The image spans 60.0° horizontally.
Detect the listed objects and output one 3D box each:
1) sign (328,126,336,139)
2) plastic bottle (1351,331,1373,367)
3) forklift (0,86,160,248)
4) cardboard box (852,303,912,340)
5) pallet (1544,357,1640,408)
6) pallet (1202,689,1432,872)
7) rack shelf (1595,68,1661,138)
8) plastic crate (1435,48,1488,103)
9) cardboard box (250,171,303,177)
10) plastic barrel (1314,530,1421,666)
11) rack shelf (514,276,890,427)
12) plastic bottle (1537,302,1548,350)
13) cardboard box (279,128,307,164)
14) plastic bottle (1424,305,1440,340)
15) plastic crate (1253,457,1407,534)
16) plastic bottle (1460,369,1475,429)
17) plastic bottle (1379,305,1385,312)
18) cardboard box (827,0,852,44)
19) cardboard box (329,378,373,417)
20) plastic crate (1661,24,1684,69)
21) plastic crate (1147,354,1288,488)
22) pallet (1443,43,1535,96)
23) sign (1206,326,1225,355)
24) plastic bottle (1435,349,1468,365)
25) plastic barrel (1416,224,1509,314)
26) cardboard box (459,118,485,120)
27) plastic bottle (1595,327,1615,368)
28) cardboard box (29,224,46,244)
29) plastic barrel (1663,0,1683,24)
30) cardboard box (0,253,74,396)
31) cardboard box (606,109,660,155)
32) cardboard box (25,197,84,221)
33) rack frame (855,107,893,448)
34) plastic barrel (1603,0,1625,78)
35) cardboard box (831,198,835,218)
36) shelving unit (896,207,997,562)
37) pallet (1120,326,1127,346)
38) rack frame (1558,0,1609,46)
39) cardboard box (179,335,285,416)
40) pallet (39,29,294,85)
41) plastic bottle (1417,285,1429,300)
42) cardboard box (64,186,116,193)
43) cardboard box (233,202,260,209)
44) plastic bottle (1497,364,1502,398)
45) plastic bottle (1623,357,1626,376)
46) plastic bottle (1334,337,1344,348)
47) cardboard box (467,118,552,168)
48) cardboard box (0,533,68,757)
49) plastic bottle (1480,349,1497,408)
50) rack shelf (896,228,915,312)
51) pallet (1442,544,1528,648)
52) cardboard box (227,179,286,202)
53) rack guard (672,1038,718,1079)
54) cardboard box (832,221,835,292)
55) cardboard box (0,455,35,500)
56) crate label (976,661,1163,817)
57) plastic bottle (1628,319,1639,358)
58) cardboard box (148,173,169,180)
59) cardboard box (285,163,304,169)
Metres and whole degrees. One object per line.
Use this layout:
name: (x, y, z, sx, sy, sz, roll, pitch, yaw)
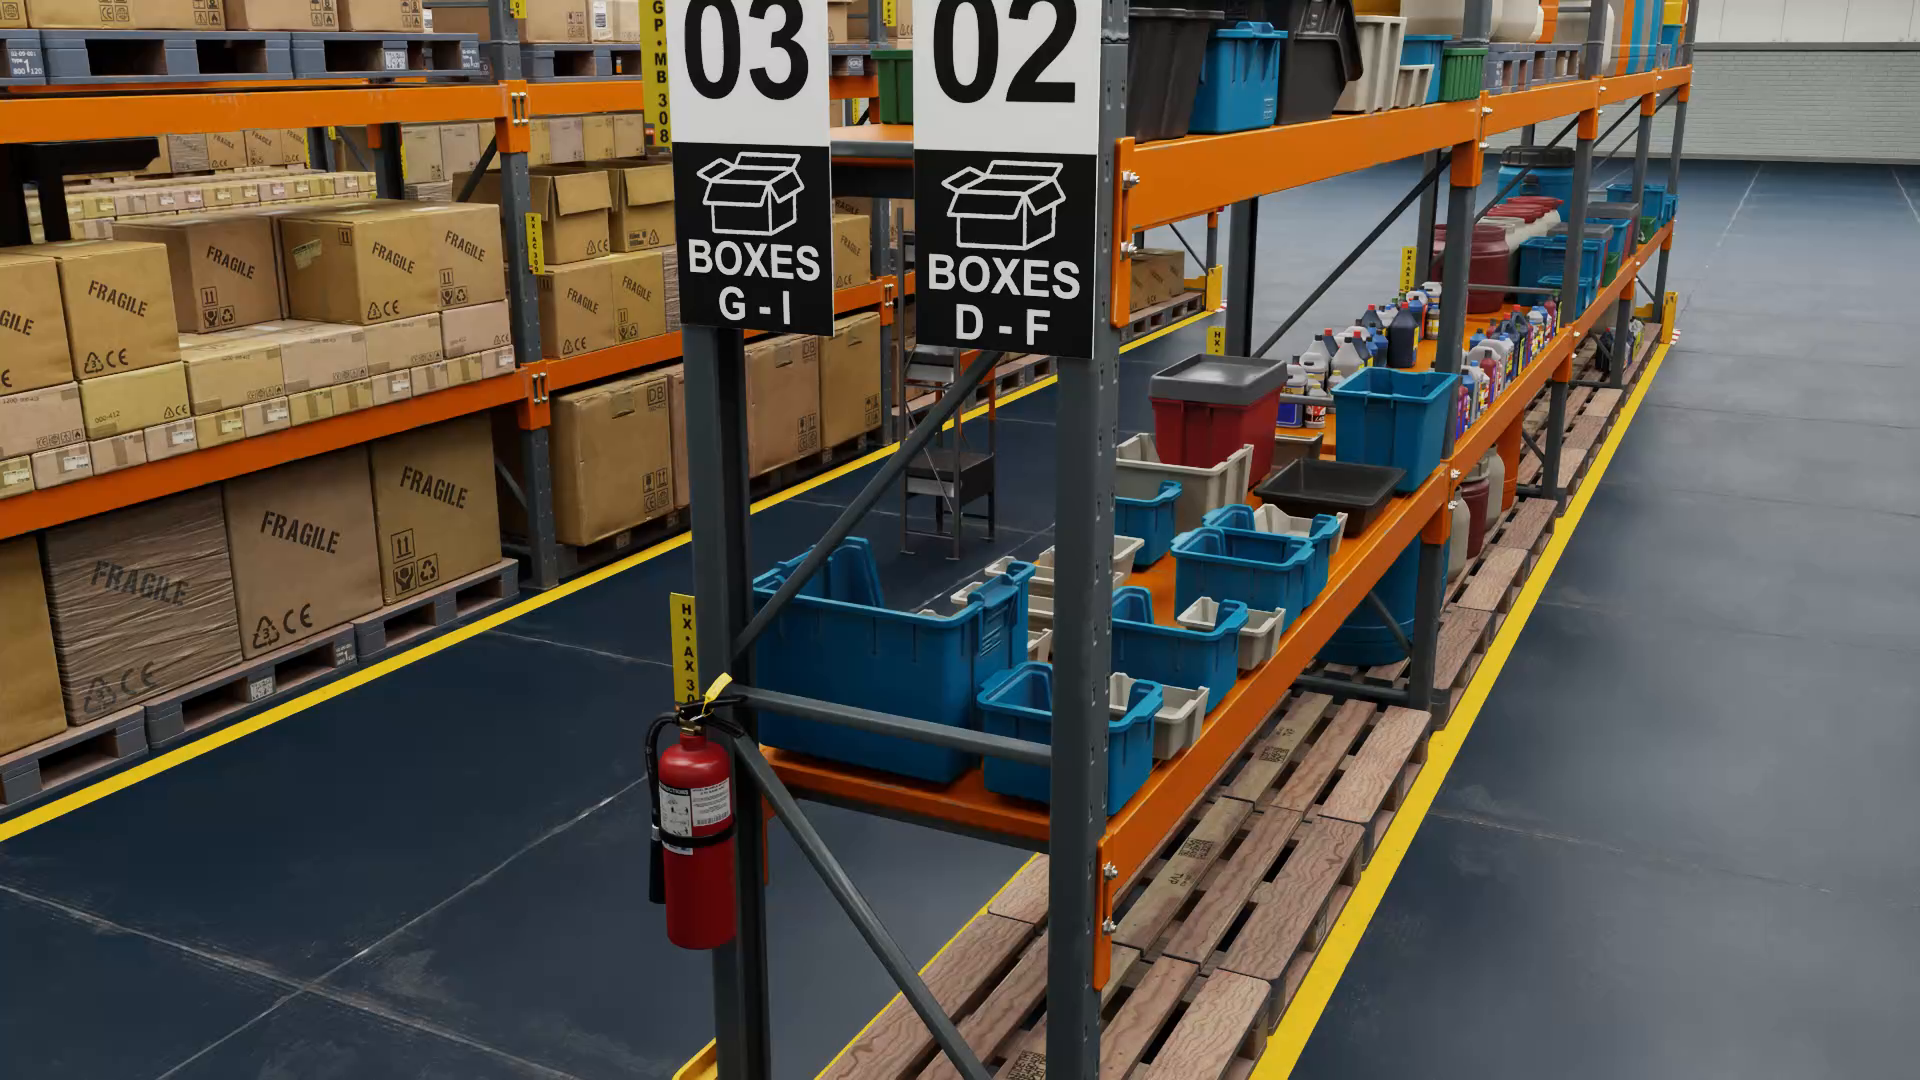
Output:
sign: (-7.585, -5.000, 20.057, 0.100, 0.325, 0.005, 8, 18, 25)
plastic bottle: (1.968, -0.867, 8.262, 0.144, 0.351, 0.185, 8, 18, 25)
forklift: (-5.281, -1.280, 9.687, 1.130, 2.935, 3.031, 8, 18, 25)
cardboard box: (-0.733, -1.782, 13.555, 0.500, 0.250, 0.500, 9, 19, 28)
pallet: (5.551, -1.453, 15.045, 1.003, 0.211, 1.213, 8, 18, 25)
pallet: (1.345, 0.943, 6.979, 1.003, 0.211, 1.213, 8, 18, 25)
rack shelf: (4.320, -3.207, 12.050, 1.077, 0.370, 4.000, 8, 18, 25)
plastic crate: (1.720, -1.776, 6.340, 0.450, 0.188, 0.662, 8, 18, 25)
cardboard box: (-5.895, -3.096, 14.339, 0.380, 0.149, 0.250, 8, 18, 24)
plastic barrel: (1.897, 0.082, 7.928, 0.600, 0.901, 0.708, 8, 18, 25)
rack shelf: (-1.899, -1.381, 11.169, 1.077, 0.370, 4.000, 8, 18, 25)
plastic bottle: (3.369, -1.251, 9.692, 0.097, 0.271, 0.097, 0, 17, 0)
cardboard box: (-8.084, -4.760, 19.846, 0.500, 0.500, 0.500, 8, 18, 24)
plastic bottle: (2.857, -1.312, 10.021, 0.097, 0.201, 0.097, 0, 17, 0)
plastic crate: (1.379, -0.164, 6.185, 0.437, 0.125, 0.590, 8, 18, 25)
plastic bottle: (2.322, -0.654, 7.684, 0.097, 0.271, 0.097, 0, 17, 0)
plastic bottle: (2.386, -1.191, 9.472, 0.061, 0.283, 0.133, 8, 18, 25)
cardboard box: (-1.213, -3.759, 11.726, 0.797, 0.503, 0.637, 9, 19, 29)
cardboard box: (-3.095, -0.714, 8.102, 0.380, 0.149, 0.250, 8, 19, 26)
plastic crate: (6.418, -4.549, 15.331, 0.392, 0.384, 0.575, 8, 18, 25)
plastic crate: (1.015, -0.450, 6.554, 0.402, 0.464, 0.583, 8, 18, 25)
pallet: (1.901, -2.146, 7.543, 1.213, 0.211, 1.003, 8, 18, 25)
sign: (1.147, -0.789, 7.427, 0.100, 0.325, 0.005, 8, 18, 25)
plastic bottle: (2.464, -0.851, 8.340, 0.152, 0.276, 0.135, 8, 18, 25)
plastic barrel: (3.362, -1.827, 11.168, 0.600, 0.536, 0.708, 8, 18, 25)
cardboard box: (-6.698, -5.775, 22.244, 0.700, 0.500, 0.500, 8, 18, 25)
plastic bottle: (5.816, -1.736, 14.981, 0.144, 0.351, 0.185, 8, 18, 25)
cardboard box: (-6.597, -2.138, 11.637, 0.380, 0.149, 0.250, 8, 19, 26)
plastic barrel: (6.605, -5.066, 15.975, 0.600, 0.588, 0.600, 0, 17, 0)
cardboard box: (-3.900, -0.843, 6.518, 0.500, 0.500, 0.500, 8, 18, 24)
cardboard box: (-3.414, -4.590, 18.550, 0.875, 0.550, 0.550, 8, 18, 25)
cardboard box: (-6.478, -2.353, 11.836, 0.380, 0.149, 0.250, 9, 19, 27)
rack frame: (-1.005, -2.235, 12.781, 1.000, 3.000, 0.127, 8, 18, 25)
plastic barrel: (3.987, -3.465, 10.773, 0.600, 0.901, 0.600, 0, 17, 0)
cardboard box: (-1.346, -2.580, 12.004, 0.797, 0.503, 0.637, 9, 19, 27)
shelving unit: (-0.074, -0.964, 10.083, 0.431, 2.100, 0.503, 8, 18, 25)
pallet: (1.051, -2.093, 17.200, 1.003, 0.211, 1.213, 8, 18, 25)
rack frame: (3.426, -4.481, 9.806, 1.000, 3.000, 0.127, 8, 18, 25)
cardboard box: (-3.441, -0.750, 7.523, 0.500, 0.250, 0.500, 8, 18, 24)
pallet: (-3.714, -2.095, 7.197, 1.003, 0.211, 1.213, 8, 18, 25)
plastic bottle: (2.867, -1.448, 10.358, 0.097, 0.271, 0.097, 0, 17, 0)
cardboard box: (-6.713, -2.629, 12.767, 0.380, 0.149, 0.250, 7, 18, 24)
cardboard box: (-5.785, -2.603, 13.200, 0.380, 0.149, 0.250, 9, 19, 27)
plastic bottle: (2.676, -0.822, 8.373, 0.097, 0.201, 0.097, 0, 17, 0)
plastic bottle: (5.793, -1.545, 14.599, 0.097, 0.201, 0.097, 0, 17, 0)
plastic bottle: (1.914, -0.890, 8.469, 0.152, 0.276, 0.135, 8, 18, 25)
cardboard box: (-4.507, -3.922, 16.530, 0.700, 0.500, 0.500, 8, 18, 25)
cardboard box: (-4.365, 0.447, 6.747, 0.875, 0.875, 0.875, 8, 18, 25)
plastic bottle: (2.581, -0.796, 8.139, 0.061, 0.283, 0.133, 8, 18, 25)
rack shelf: (-0.074, -1.622, 9.888, 0.431, 0.518, 0.480, 8, 18, 25)
pallet: (2.565, 0.247, 9.320, 1.003, 0.211, 1.213, 8, 18, 25)
cardboard box: (-5.666, -2.815, 13.393, 0.380, 0.149, 0.250, 8, 18, 25)
rack guard: (-0.148, 1.639, 4.129, 1.175, 0.500, 0.348, 8, 18, 25)
cardboard box: (-1.232, -2.000, 11.813, 0.500, 0.500, 0.500, 8, 18, 25)
cardboard box: (-3.898, -0.256, 6.560, 0.380, 0.149, 0.250, 8, 18, 24)
crate label: (0.256, 0.463, 3.885, 0.416, 0.233, 0.303, 8, 18, 25)
plastic bottle: (6.219, -1.874, 15.446, 0.144, 0.351, 0.185, 8, 18, 25)
cardboard box: (-8.969, -3.983, 18.370, 0.380, 0.149, 0.250, 9, 19, 28)
cardboard box: (-8.066, -4.430, 19.873, 0.380, 0.149, 0.250, 8, 18, 26)
